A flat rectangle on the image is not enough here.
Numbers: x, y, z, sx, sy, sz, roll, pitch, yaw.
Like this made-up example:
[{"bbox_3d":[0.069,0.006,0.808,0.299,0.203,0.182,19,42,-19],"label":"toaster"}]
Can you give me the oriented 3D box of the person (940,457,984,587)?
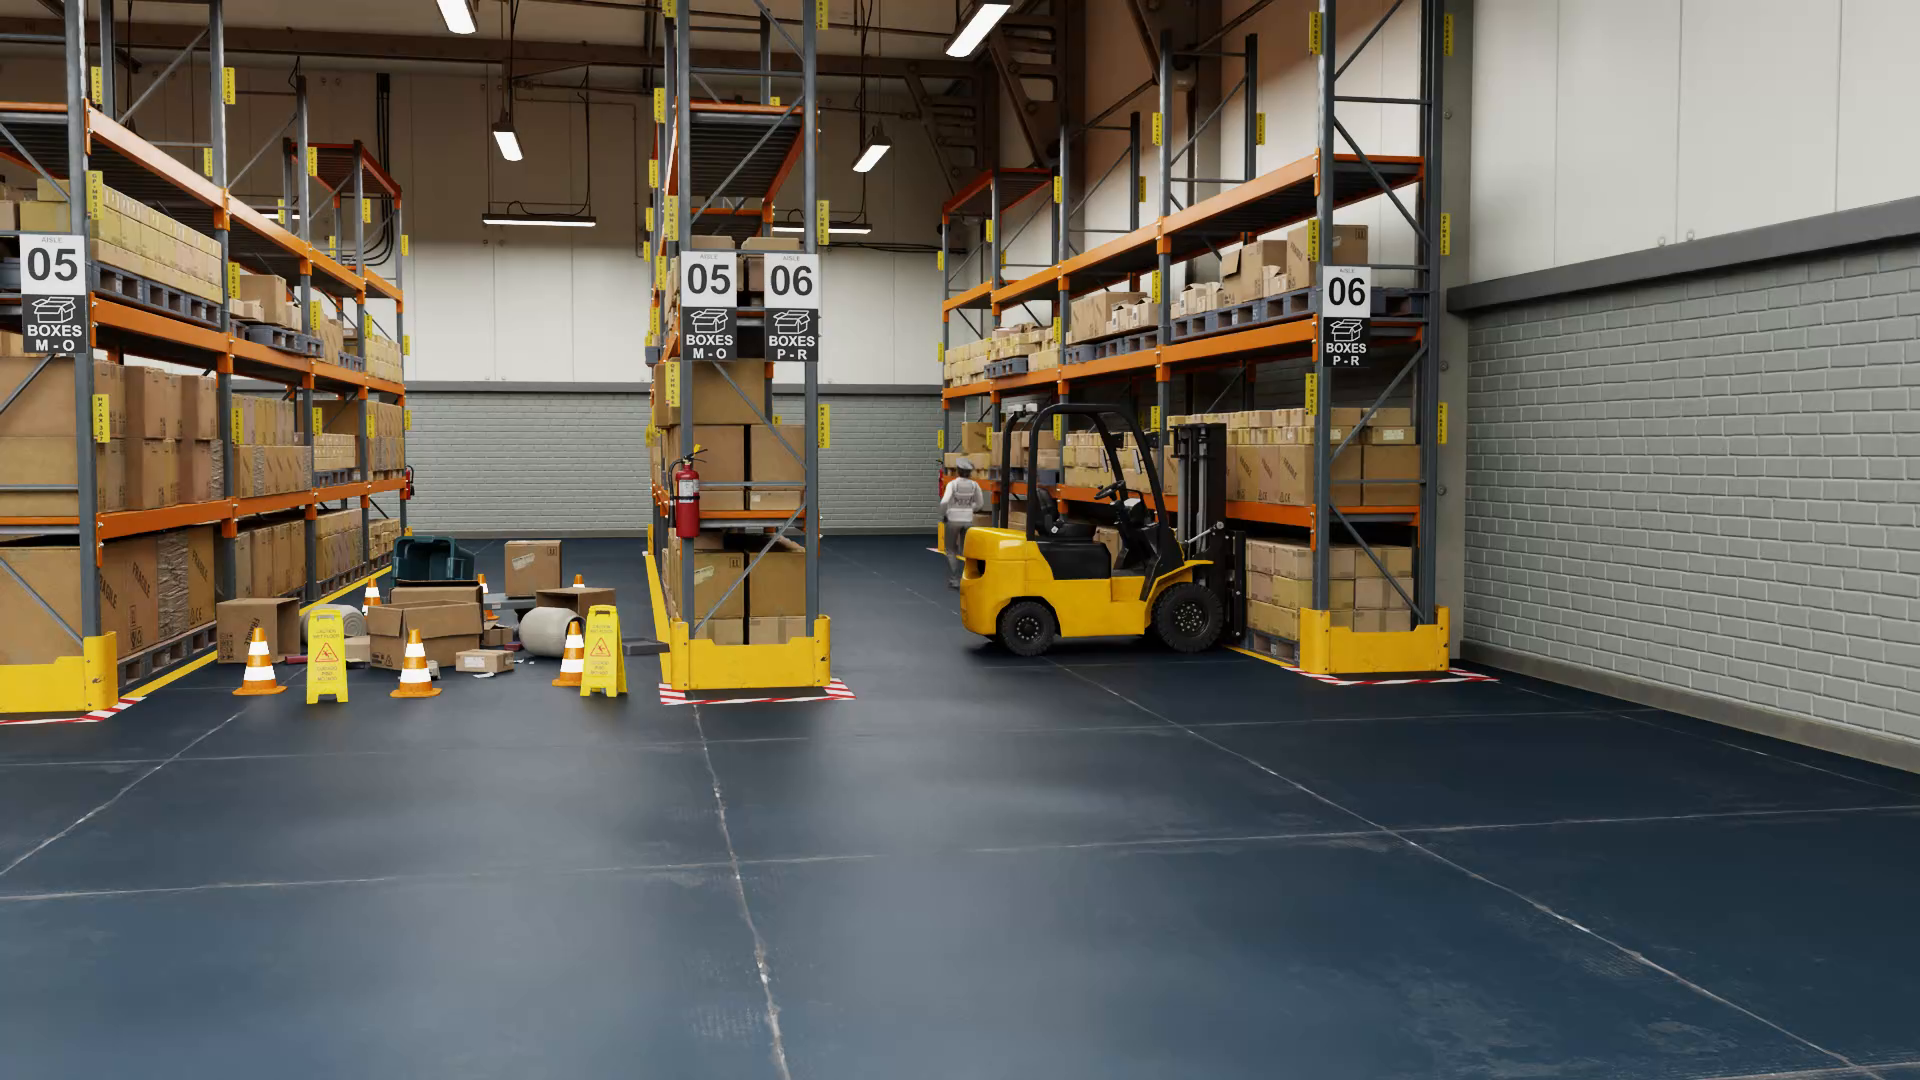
[{"bbox_3d":[-0.019,-0.218,20.966,0.631,1.665,0.682,-1,3,-22],"label":"person"}]
